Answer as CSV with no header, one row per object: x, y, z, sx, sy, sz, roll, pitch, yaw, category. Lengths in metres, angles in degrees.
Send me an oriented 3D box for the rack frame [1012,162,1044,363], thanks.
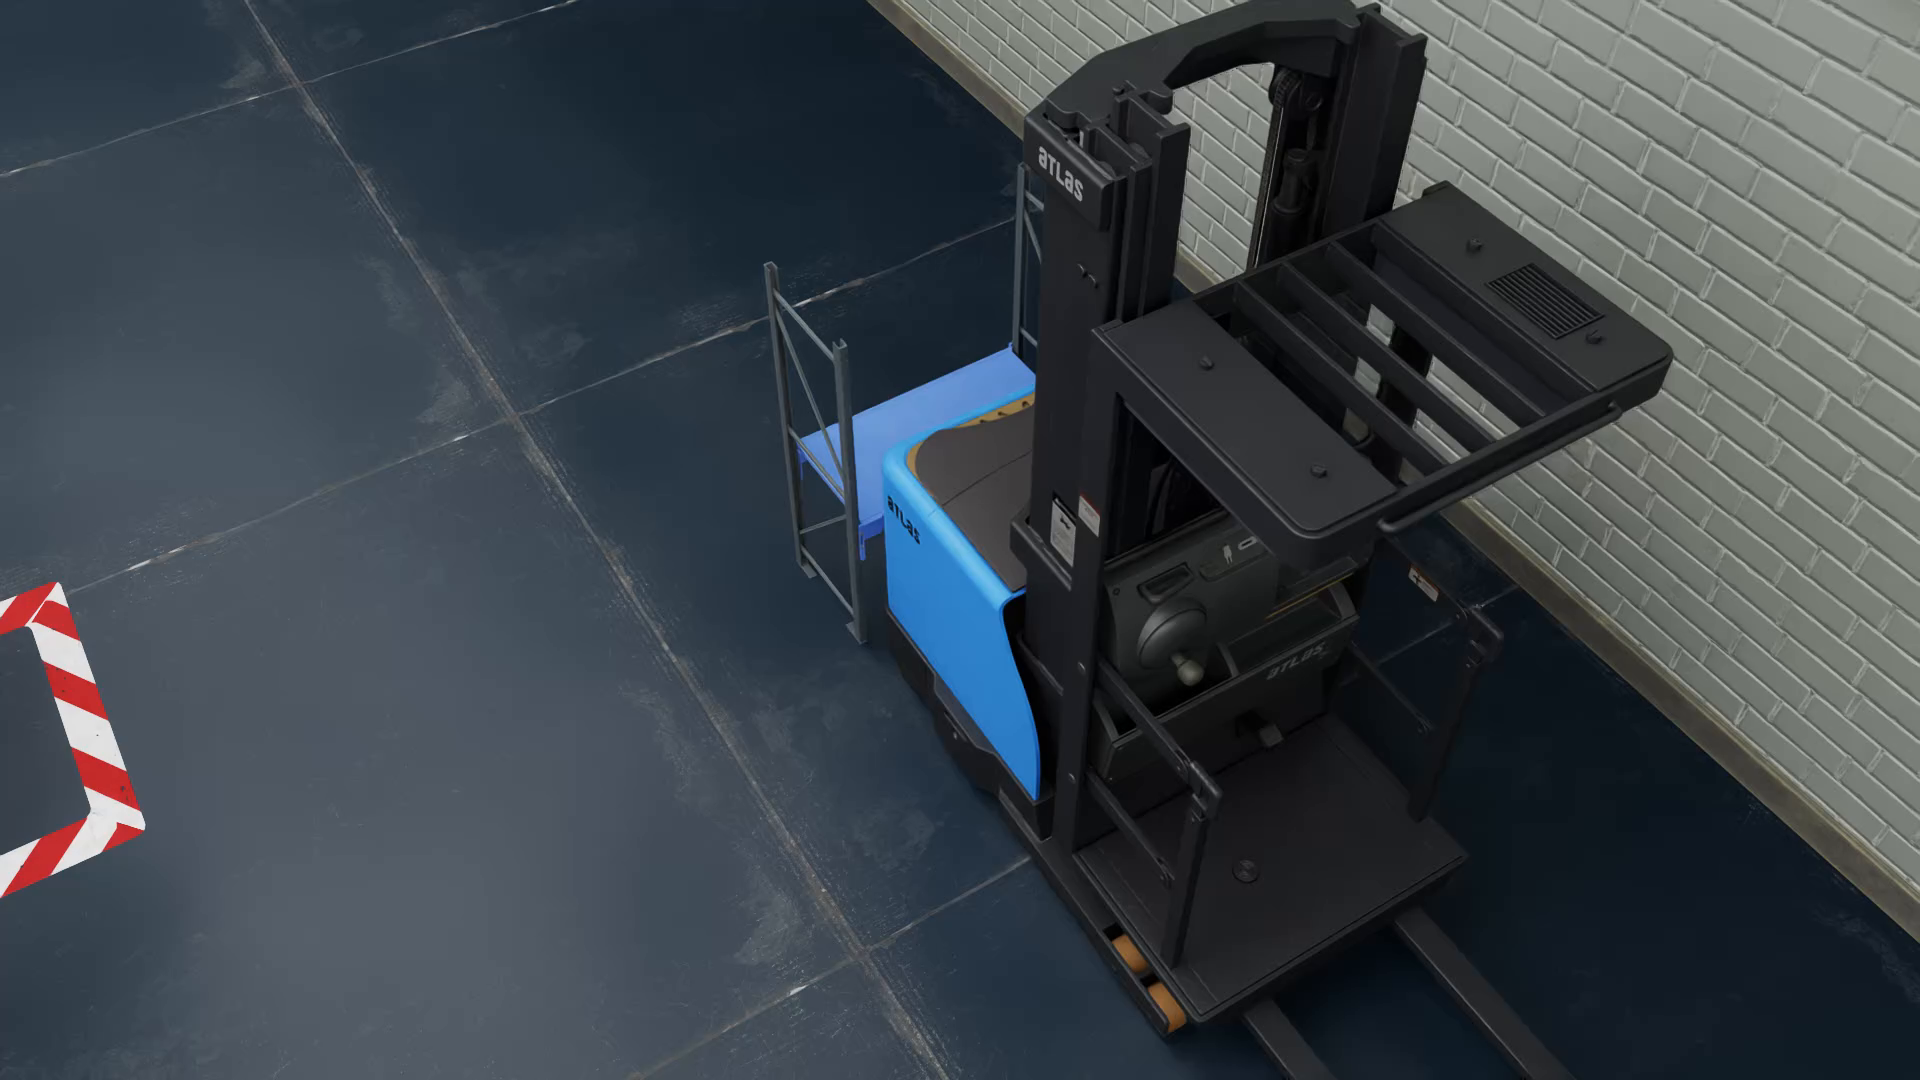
0.352,-0.675,6.292,0.032,1.500,0.500,-26,53,-21,rack frame

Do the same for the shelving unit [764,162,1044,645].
-0.075,-0.469,6.108,1.048,1.500,0.538,-26,53,-21,shelving unit

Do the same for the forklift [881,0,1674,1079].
0.921,0.186,4.567,1.130,2.935,3.031,-25,53,-20,forklift

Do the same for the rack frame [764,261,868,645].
-0.502,-0.262,5.925,0.032,1.500,0.500,-26,53,-21,rack frame

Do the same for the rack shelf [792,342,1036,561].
-0.075,-0.349,6.243,1.000,0.185,0.538,-26,53,-21,rack shelf
